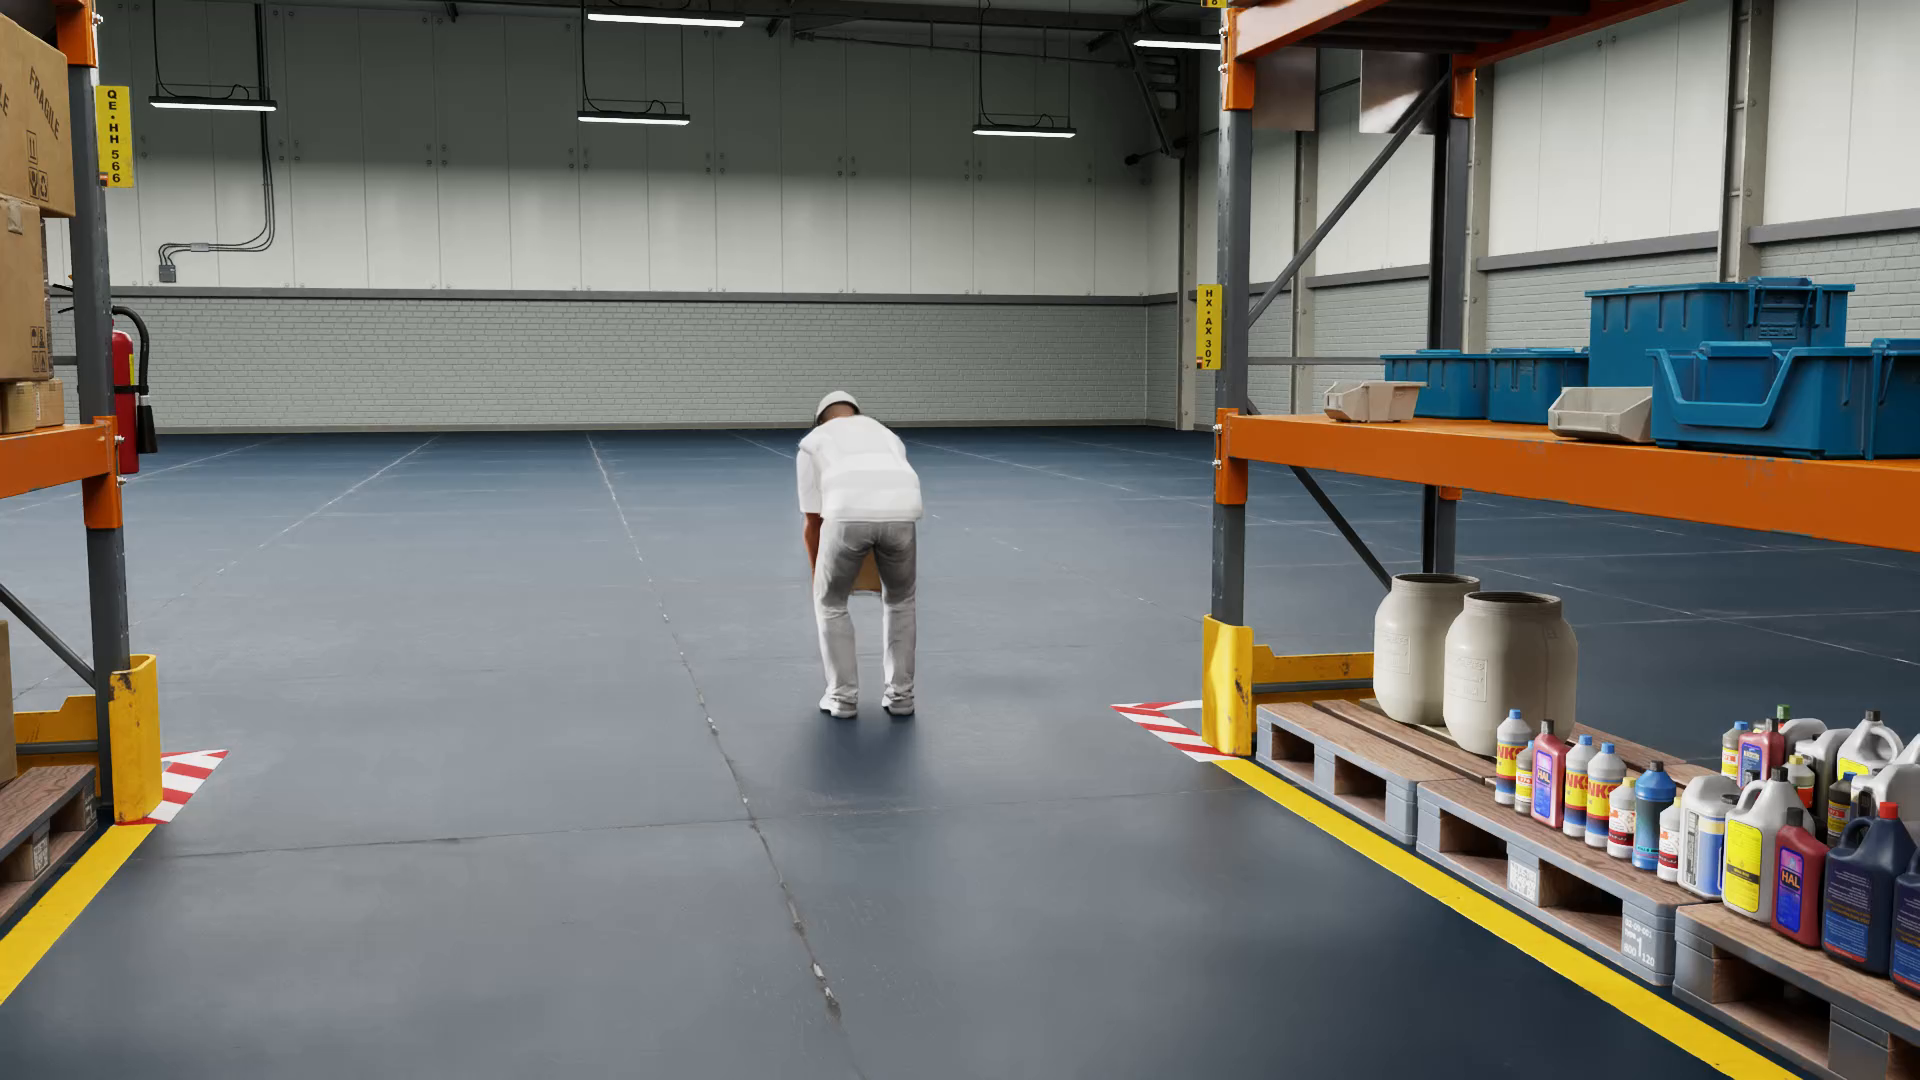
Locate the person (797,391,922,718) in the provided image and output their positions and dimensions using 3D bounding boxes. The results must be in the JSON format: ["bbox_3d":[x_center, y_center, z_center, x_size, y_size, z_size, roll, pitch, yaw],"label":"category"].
[{"bbox_3d":[-0.464,0.038,7.324,0.490,1.374,0.898,-2,6,-16],"label":"person"}]
